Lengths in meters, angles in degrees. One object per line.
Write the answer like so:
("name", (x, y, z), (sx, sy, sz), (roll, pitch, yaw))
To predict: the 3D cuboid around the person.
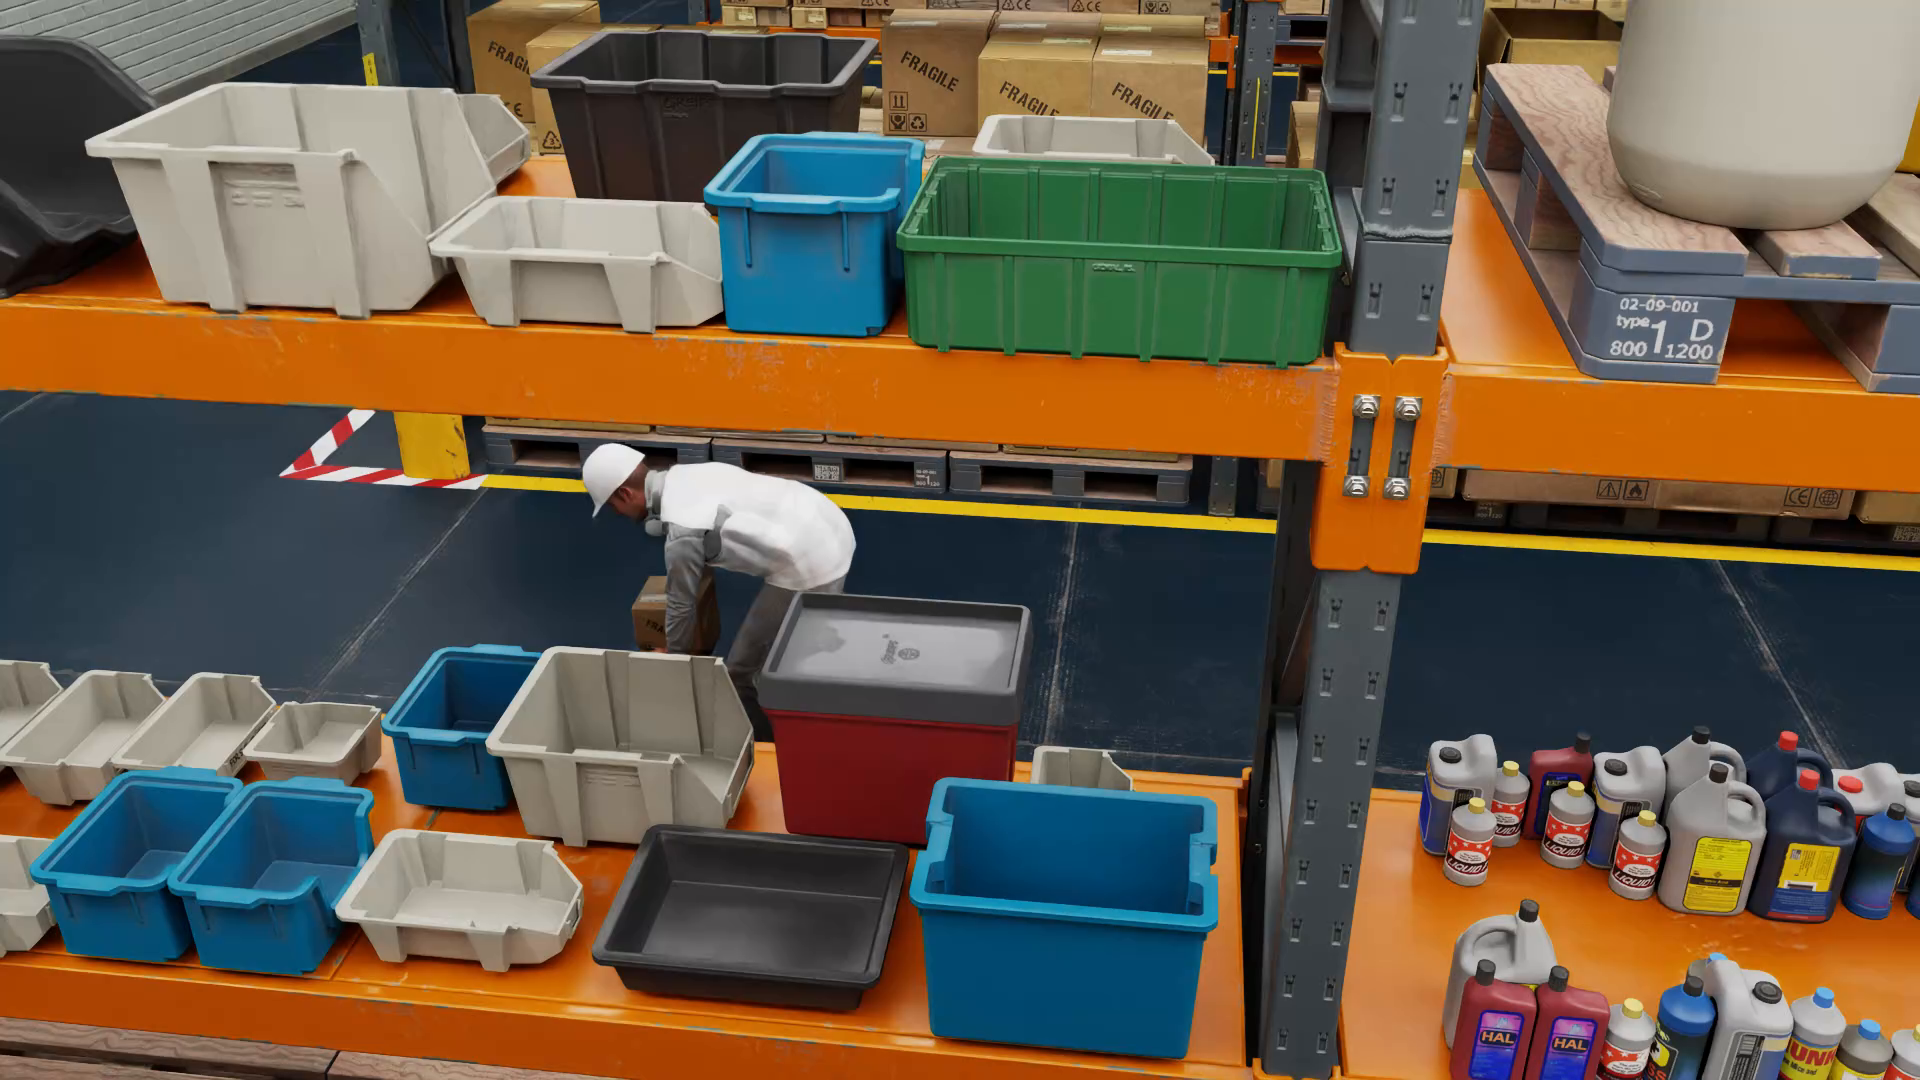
("person", (-0.863, 0.230, 6.151), (0.949, 1.316, 0.477), (2, 28, 5))
